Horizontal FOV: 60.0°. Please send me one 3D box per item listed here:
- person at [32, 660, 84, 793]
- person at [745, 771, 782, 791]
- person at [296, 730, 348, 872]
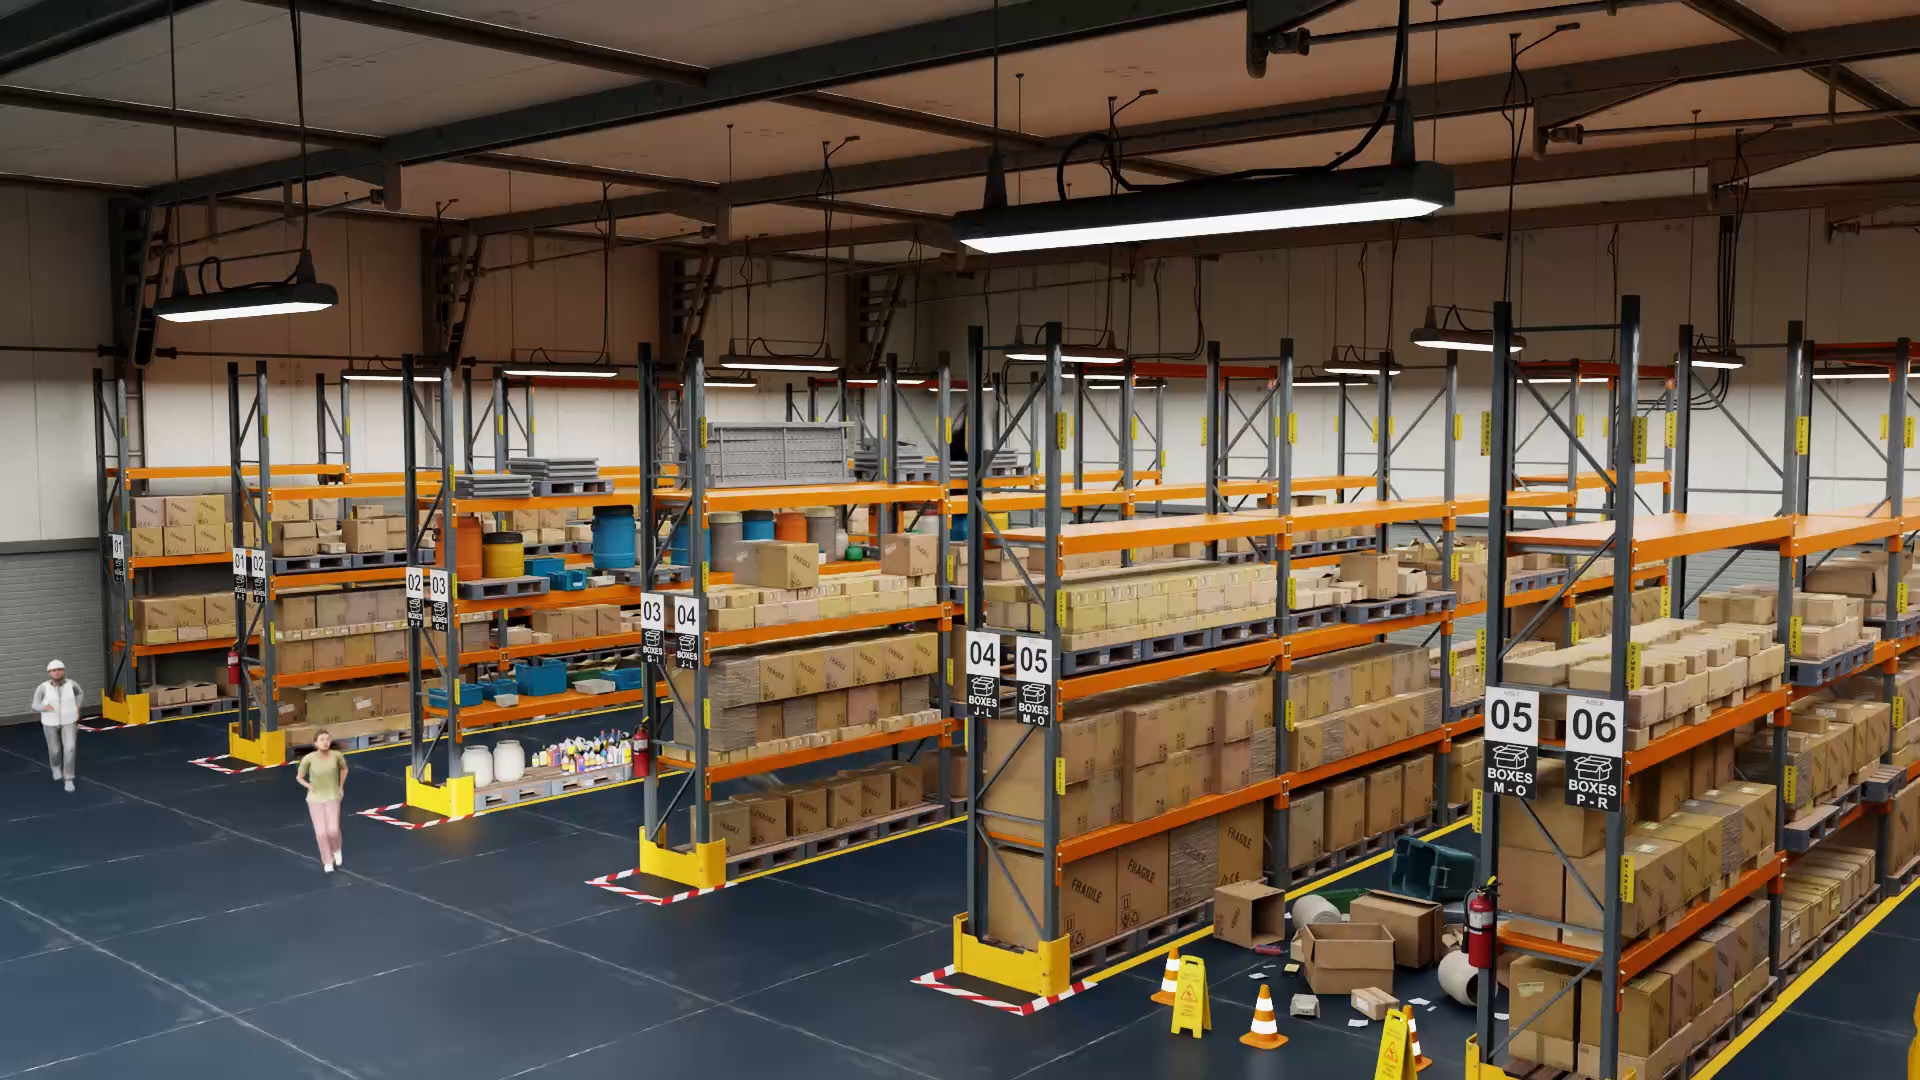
[{"bbox_3d":[-12.561,2.564,23.184,0.654,1.802,0.928,-3,5,-31],"label":"person"},{"bbox_3d":[-2.623,2.767,21.744,0.938,1.597,0.705,-3,5,-31],"label":"person"},{"bbox_3d":[-7.200,2.960,18.817,0.562,1.638,0.539,-2,5,-24],"label":"person"}]
